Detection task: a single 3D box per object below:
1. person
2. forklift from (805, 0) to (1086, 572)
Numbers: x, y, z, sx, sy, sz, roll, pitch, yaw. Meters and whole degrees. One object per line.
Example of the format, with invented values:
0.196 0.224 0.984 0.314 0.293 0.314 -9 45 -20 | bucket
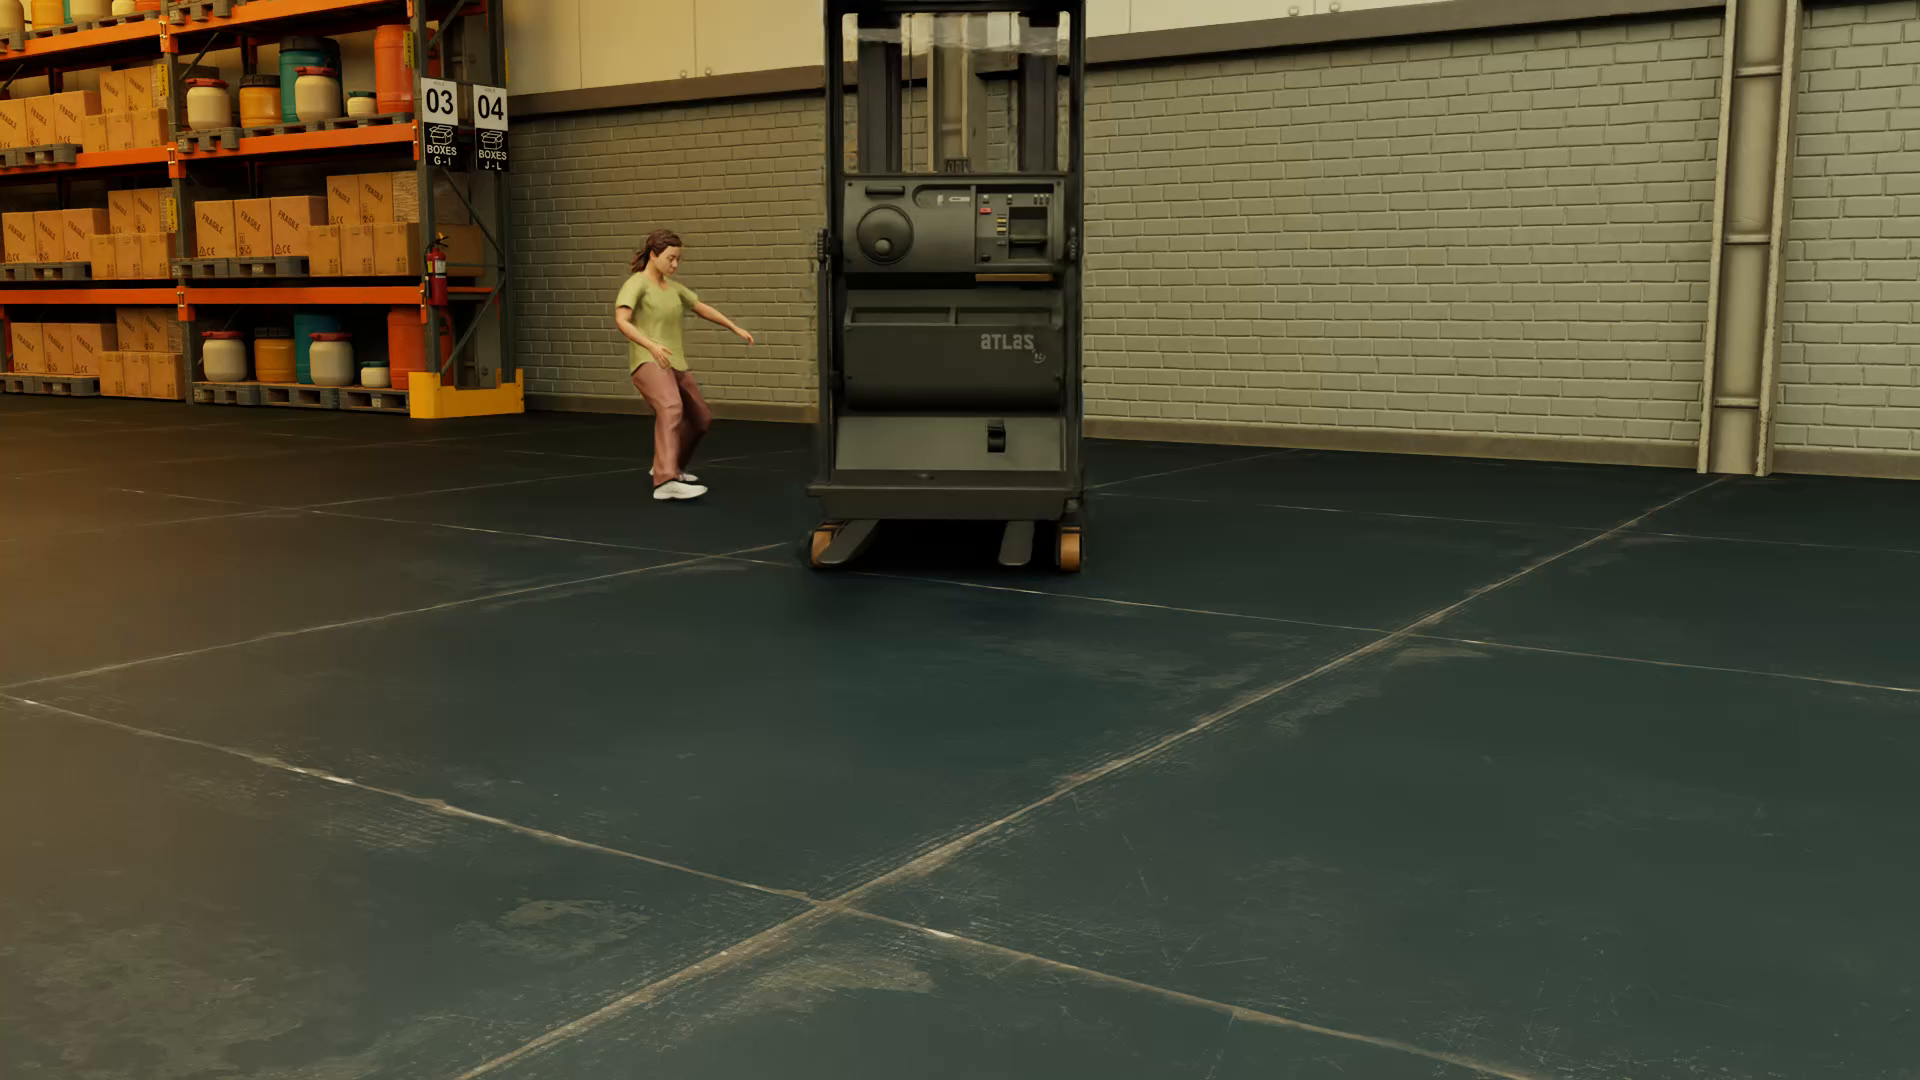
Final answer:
-1.599 -1.007 9.499 0.953 1.519 1.025 5 9 29 | person
-0.037 -1.365 6.794 1.130 2.935 3.031 0 8 3 | forklift
